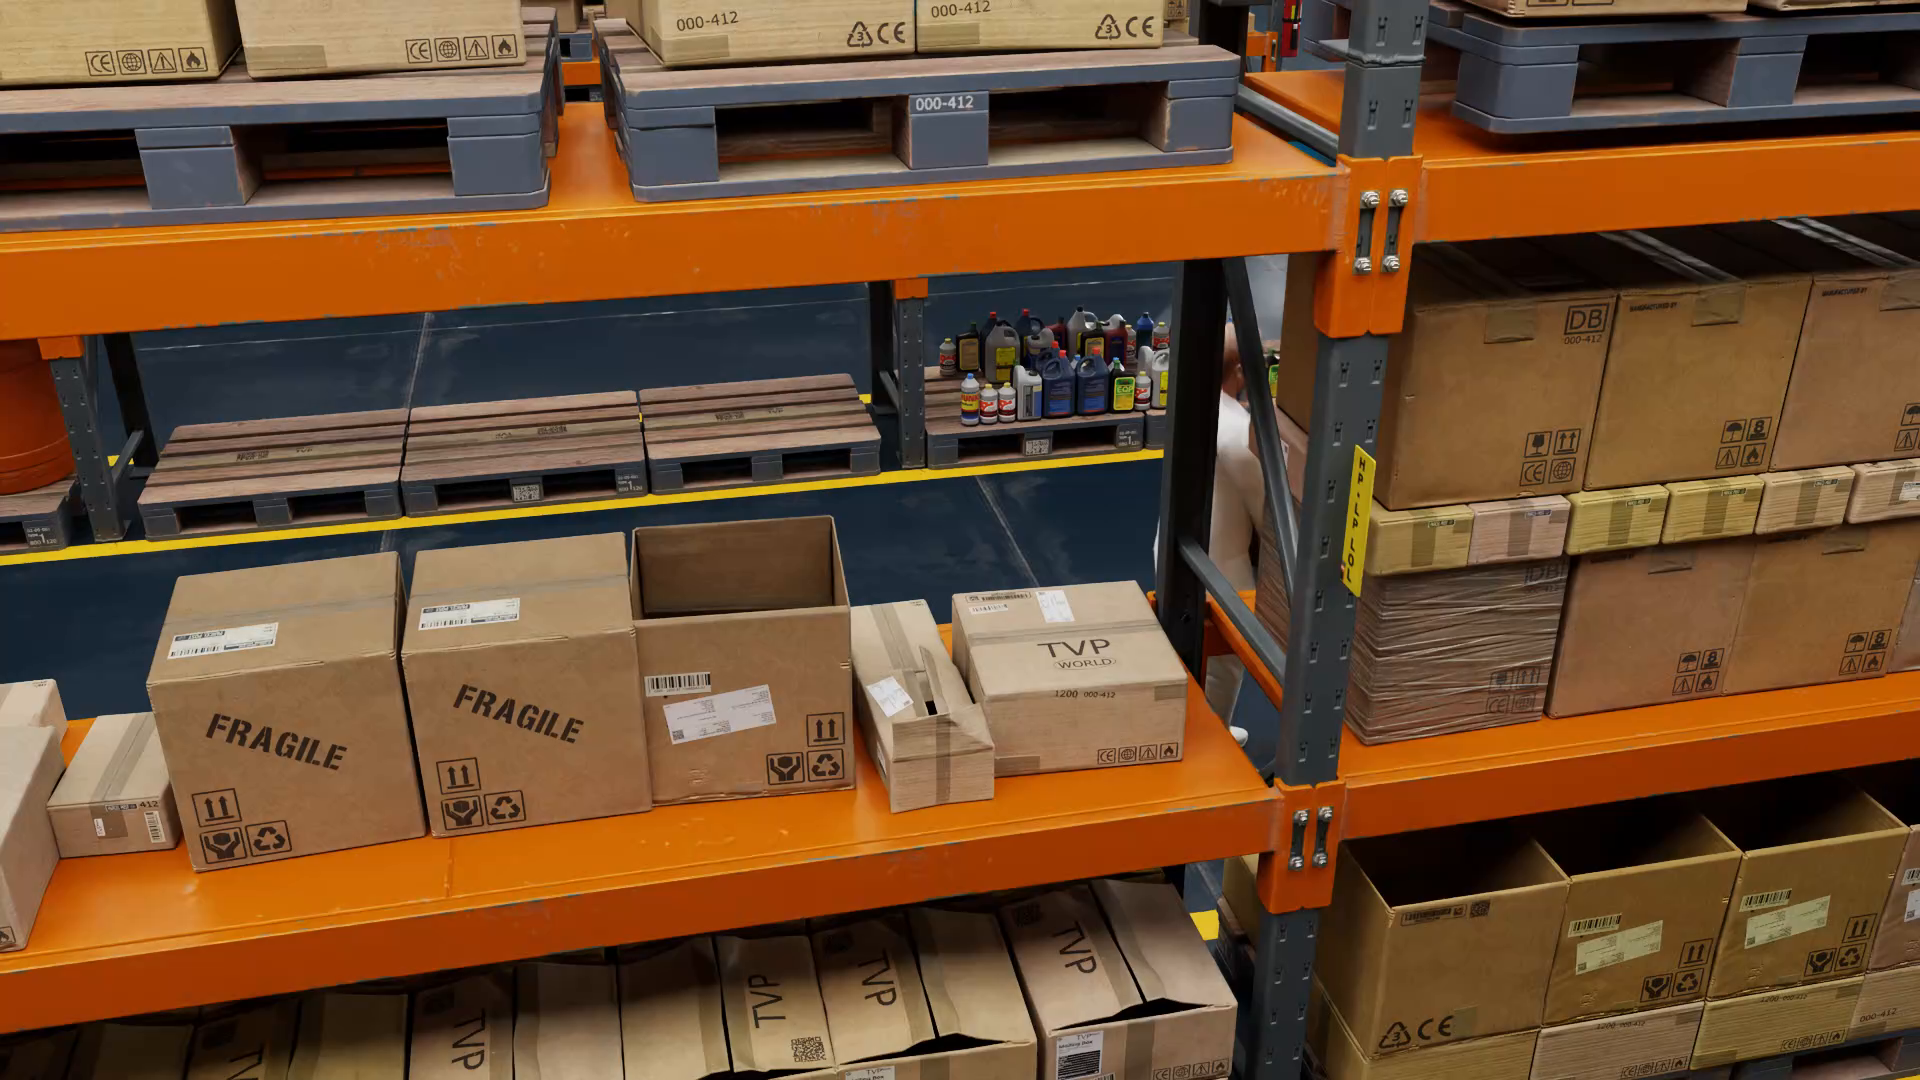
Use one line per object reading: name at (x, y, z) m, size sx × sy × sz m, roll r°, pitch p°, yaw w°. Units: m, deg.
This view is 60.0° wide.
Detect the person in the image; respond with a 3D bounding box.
person at (0.988, 0.068, 6.000) m, size 0.569 × 1.780 × 0.528 m, roll -6°, pitch 27°, yaw -12°
